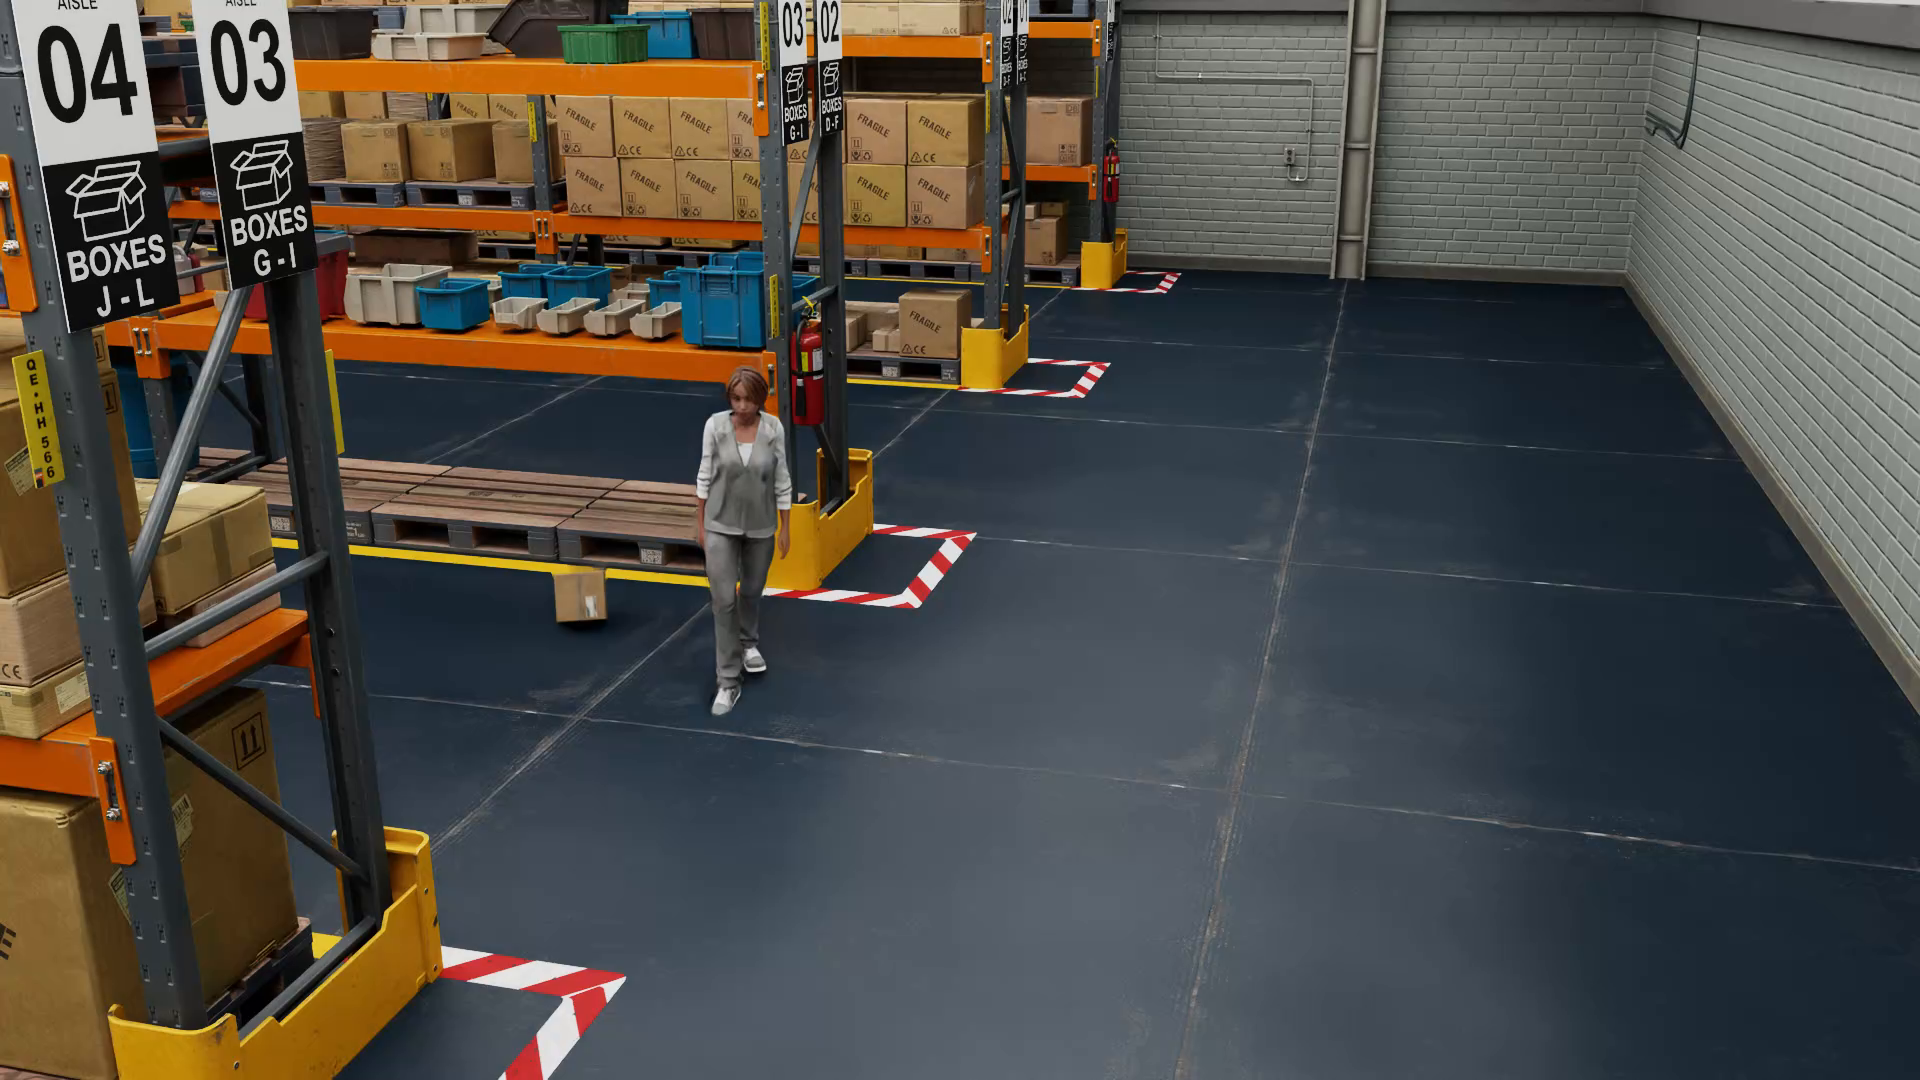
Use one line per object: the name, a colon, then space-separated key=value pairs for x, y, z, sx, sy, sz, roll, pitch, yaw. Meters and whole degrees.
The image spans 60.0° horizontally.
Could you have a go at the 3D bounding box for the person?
person: x=-1.010 y=-0.037 z=7.745 sx=0.457 sy=1.612 sz=0.657 roll=-5 pitch=19 yaw=-15
